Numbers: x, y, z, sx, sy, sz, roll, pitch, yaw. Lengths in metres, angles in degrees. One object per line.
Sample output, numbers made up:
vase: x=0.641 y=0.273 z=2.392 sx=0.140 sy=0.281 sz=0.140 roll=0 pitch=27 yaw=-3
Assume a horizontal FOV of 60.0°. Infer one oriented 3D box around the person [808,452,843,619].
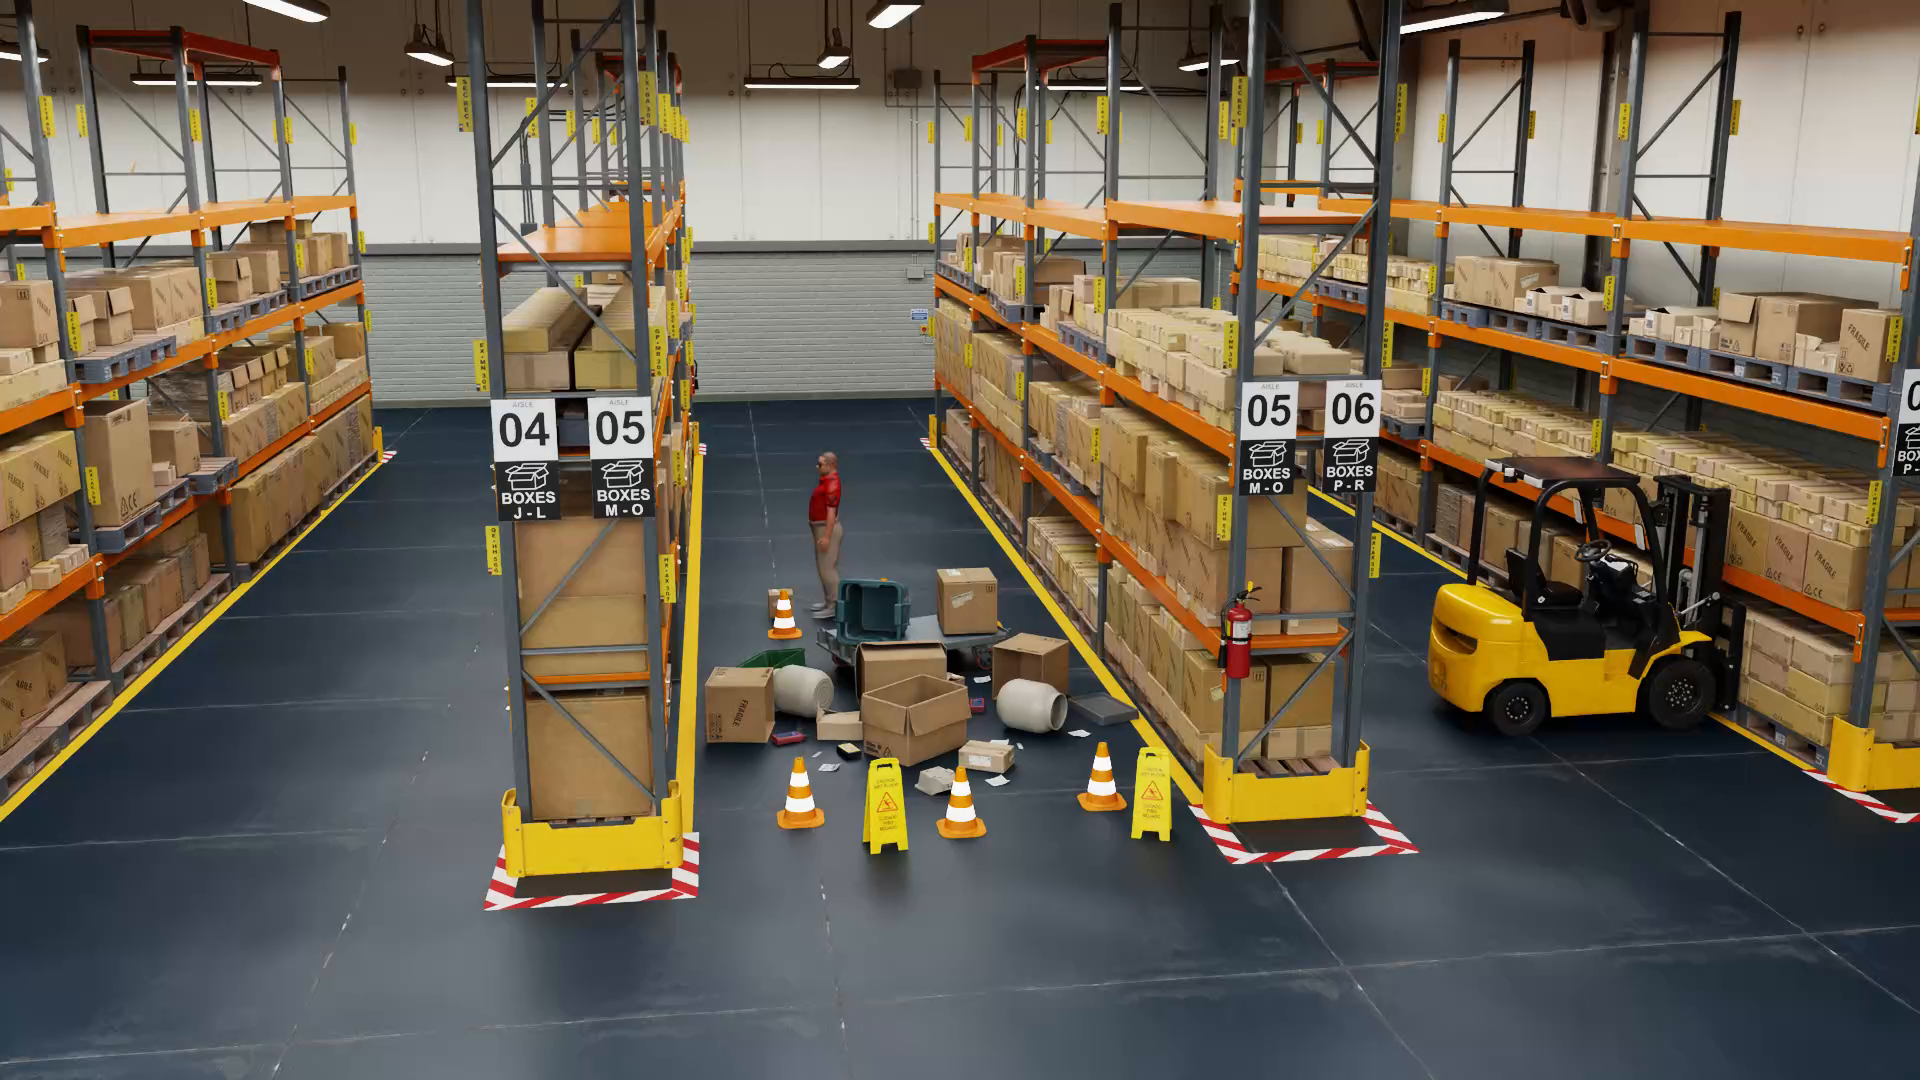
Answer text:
person: x=-1.400 y=-0.062 z=17.306 sx=0.360 sy=1.723 sz=0.527 roll=-2 pitch=13 yaw=-7
